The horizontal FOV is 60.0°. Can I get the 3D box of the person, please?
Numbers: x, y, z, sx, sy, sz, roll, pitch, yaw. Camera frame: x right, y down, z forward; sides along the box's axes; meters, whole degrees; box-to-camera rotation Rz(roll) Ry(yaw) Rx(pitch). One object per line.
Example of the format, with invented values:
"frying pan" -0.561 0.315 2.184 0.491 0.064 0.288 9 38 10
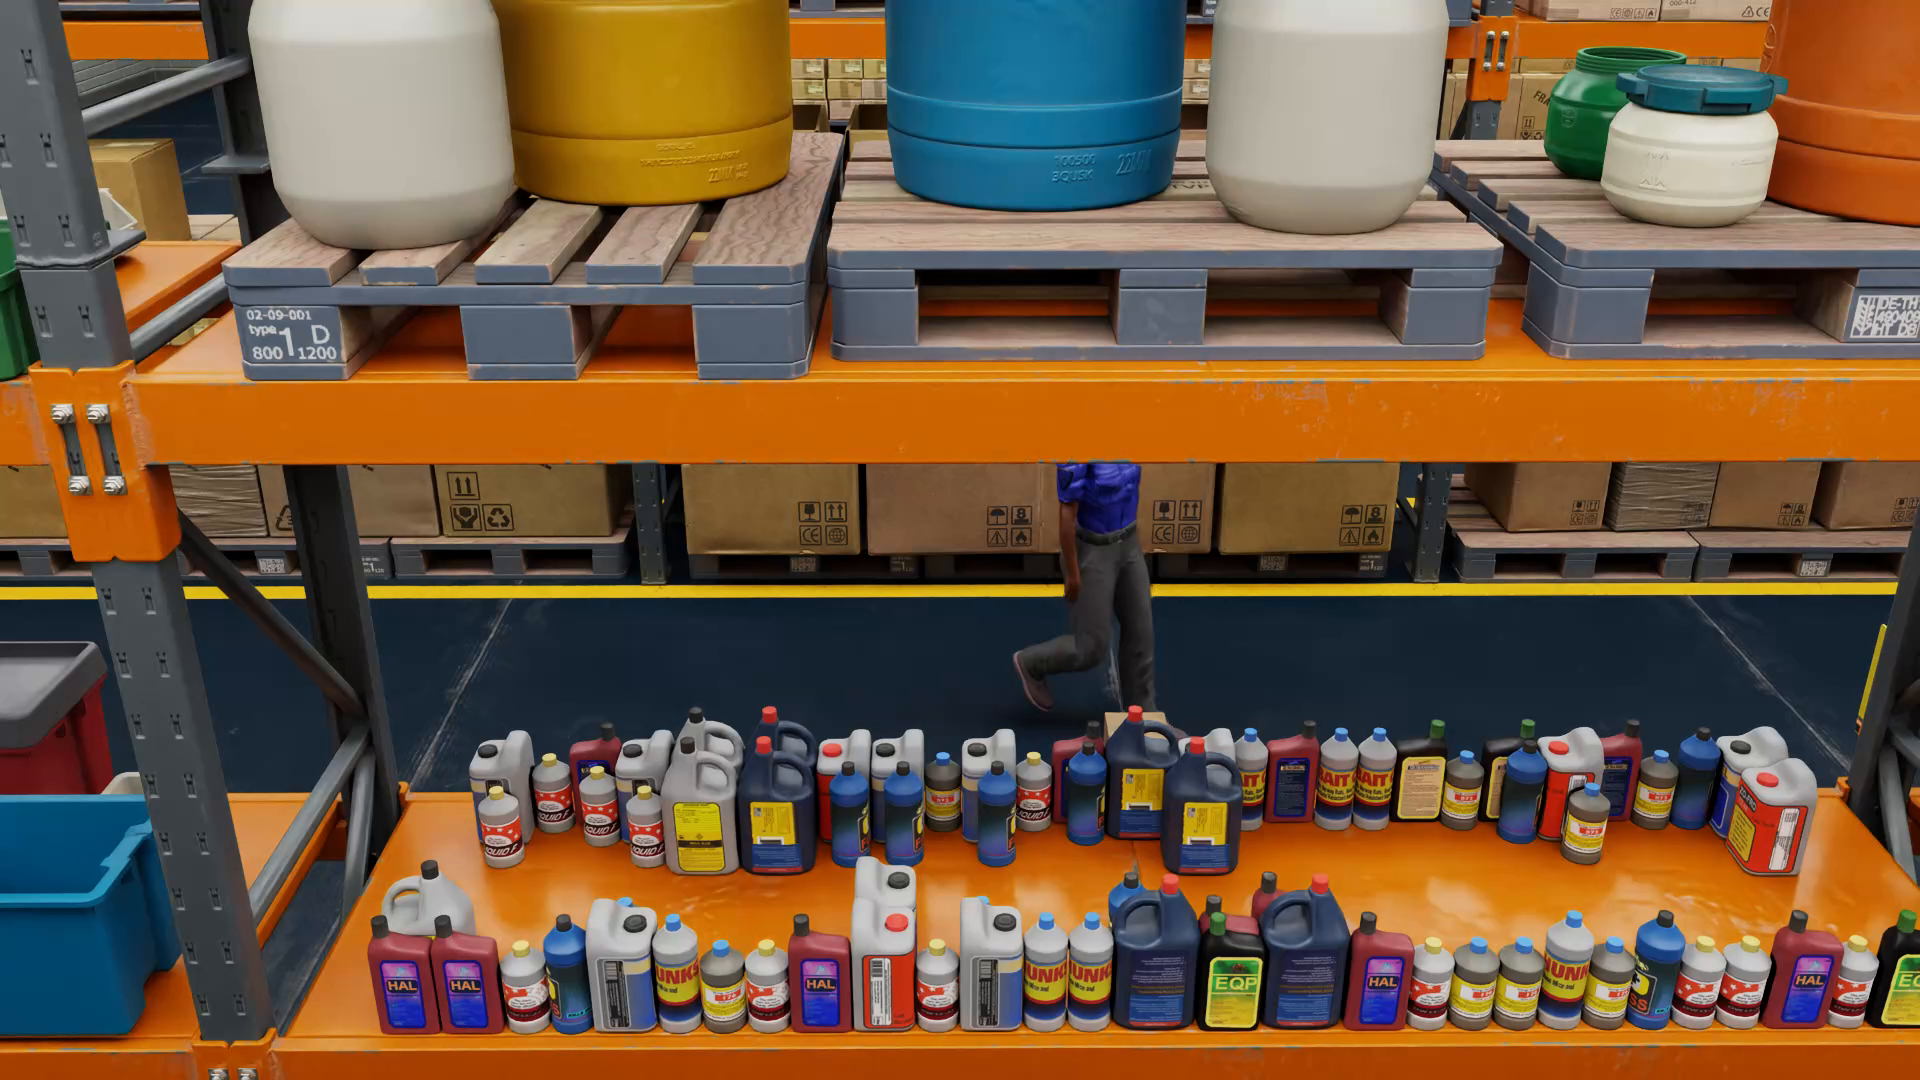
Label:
"person" 0.627 0.075 6.957 0.777 1.625 0.474 21 32 39
